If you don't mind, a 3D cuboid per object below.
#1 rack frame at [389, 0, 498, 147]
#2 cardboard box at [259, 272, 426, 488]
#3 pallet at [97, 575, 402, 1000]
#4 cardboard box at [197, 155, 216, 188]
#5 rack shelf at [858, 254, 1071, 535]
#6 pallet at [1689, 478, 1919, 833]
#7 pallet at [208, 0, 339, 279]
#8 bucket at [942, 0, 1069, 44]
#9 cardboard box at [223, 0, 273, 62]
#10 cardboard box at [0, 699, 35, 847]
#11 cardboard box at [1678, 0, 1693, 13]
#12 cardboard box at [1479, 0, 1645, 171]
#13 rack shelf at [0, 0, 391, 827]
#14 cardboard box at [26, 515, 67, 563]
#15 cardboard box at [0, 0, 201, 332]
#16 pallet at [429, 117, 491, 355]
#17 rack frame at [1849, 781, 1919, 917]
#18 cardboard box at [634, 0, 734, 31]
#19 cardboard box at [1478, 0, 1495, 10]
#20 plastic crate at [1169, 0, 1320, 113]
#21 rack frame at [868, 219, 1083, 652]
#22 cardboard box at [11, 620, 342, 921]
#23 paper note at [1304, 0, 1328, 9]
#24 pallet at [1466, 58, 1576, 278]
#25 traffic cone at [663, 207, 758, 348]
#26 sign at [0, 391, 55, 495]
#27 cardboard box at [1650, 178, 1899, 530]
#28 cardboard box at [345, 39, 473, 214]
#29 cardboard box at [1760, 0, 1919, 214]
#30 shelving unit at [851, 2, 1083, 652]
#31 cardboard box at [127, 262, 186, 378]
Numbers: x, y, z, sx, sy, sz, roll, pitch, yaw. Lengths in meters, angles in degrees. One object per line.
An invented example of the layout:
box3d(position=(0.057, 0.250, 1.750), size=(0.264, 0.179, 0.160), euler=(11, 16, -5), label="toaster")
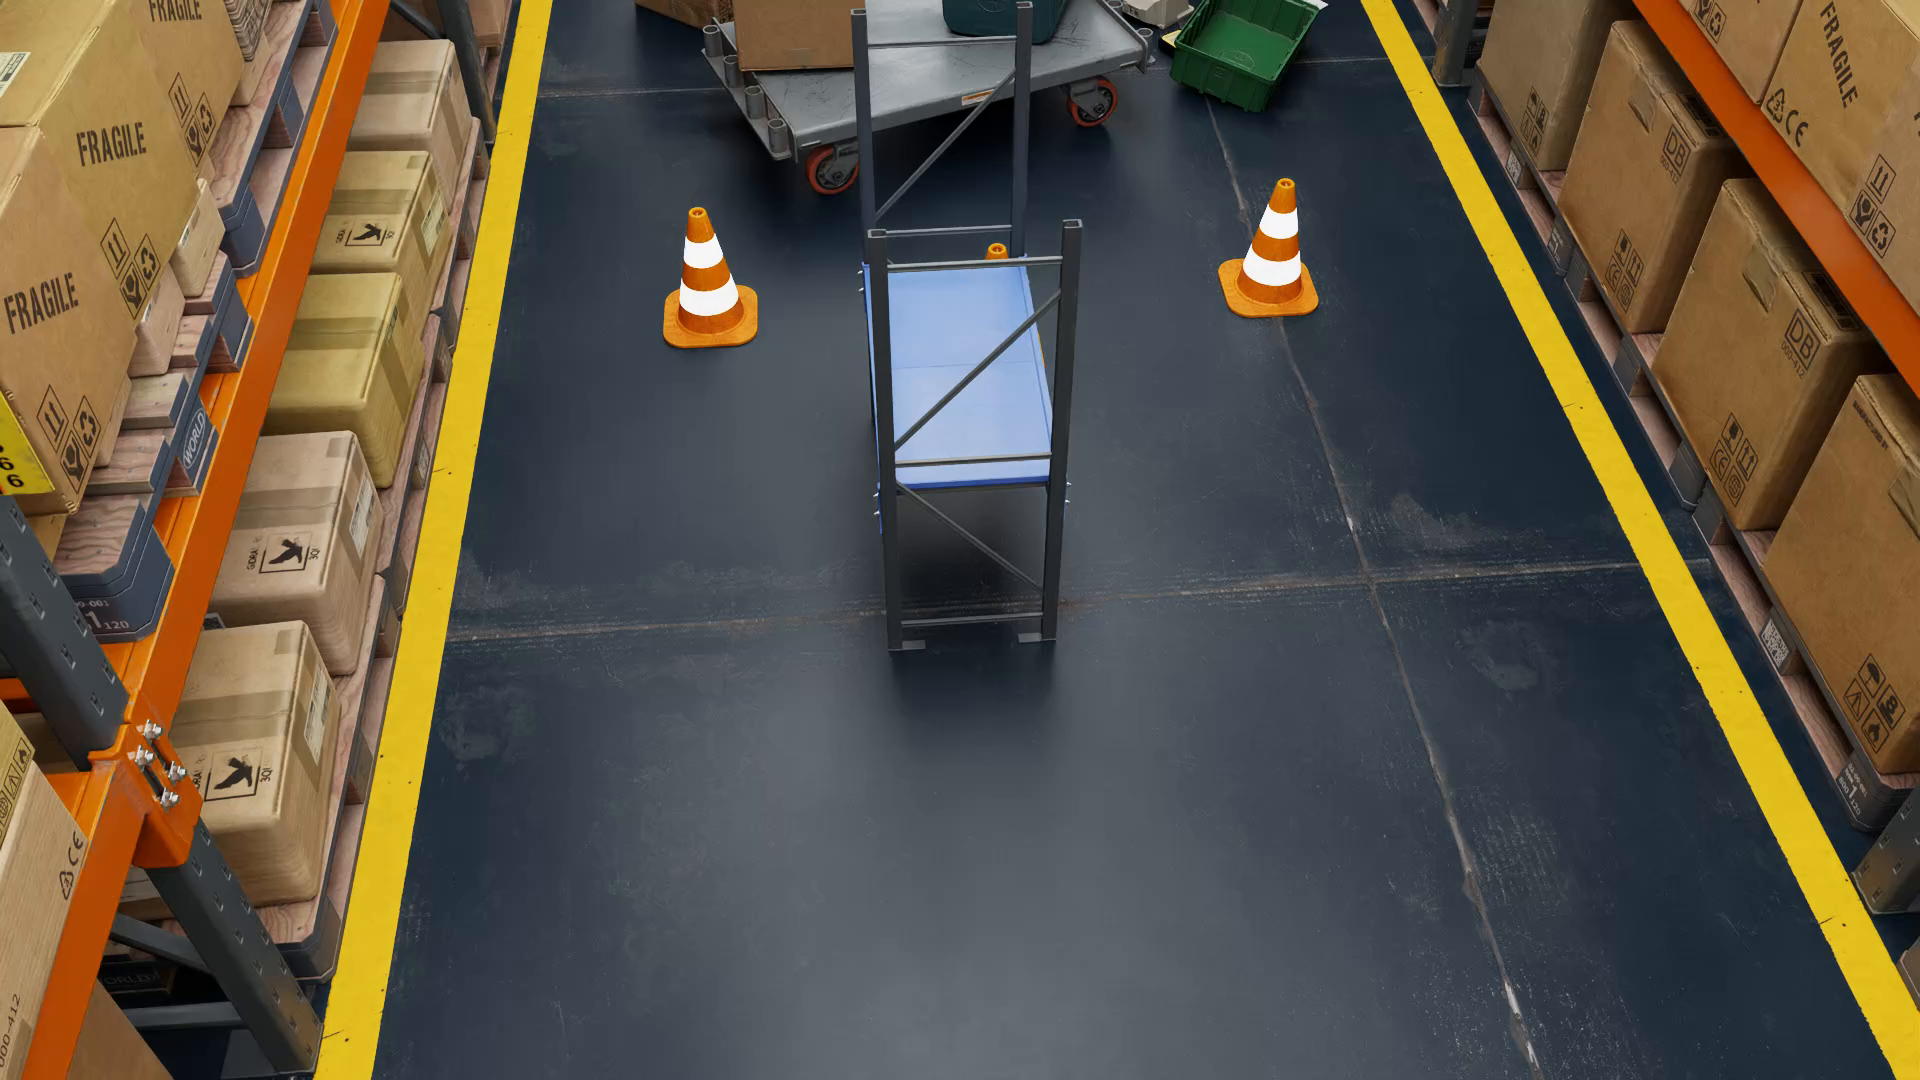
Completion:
box3d(position=(-2.398, -2.647, 5.691), size=(1.000, 3.000, 0.127), euler=(-3, 47, -3), label="rack frame")
box3d(position=(-2.229, -0.486, 5.165), size=(0.950, 0.372, 0.625), euler=(-2, 47, -2), label="cardboard box")
box3d(position=(-2.128, 0.640, 4.498), size=(1.003, 0.211, 1.213), euler=(-3, 47, -3), label="pallet")
box3d(position=(-1.973, -0.835, 3.859), size=(0.380, 0.149, 0.250), euler=(-1, 47, -1), label="cardboard box")
box3d(position=(-0.007, -0.454, 4.895), size=(0.538, 0.185, 1.000), euler=(-3, 47, -3), label="rack shelf")
box3d(position=(2.870, 0.257, 4.862), size=(1.003, 0.211, 1.213), euler=(-3, 47, -3), label="pallet")
box3d(position=(-2.270, -1.117, 4.374), size=(1.003, 0.211, 1.213), euler=(-3, 47, -3), label="pallet")
box3d(position=(0.217, -2.377, 6.643), size=(0.726, 0.611, 0.620), euler=(11, 58, 10), label="bucket")
box3d(position=(-2.007, -1.497, 4.039), size=(0.500, 0.500, 0.500), euler=(-5, 47, -5), label="cardboard box")
box3d(position=(-1.770, 0.461, 2.506), size=(0.500, 0.250, 0.500), euler=(-4, 47, -3), label="cardboard box")
box3d(position=(2.384, -1.932, 4.945), size=(0.500, 0.500, 0.500), euler=(-4, 47, -4), label="cardboard box")
box3d(position=(2.667, -1.949, 6.290), size=(1.050, 0.750, 0.750), euler=(-4, 47, -3), label="cardboard box")
box3d(position=(-2.231, -0.953, 4.582), size=(1.077, 0.370, 4.000), euler=(-3, 47, -3), label="rack shelf")
box3d(position=(-1.906, -0.058, 3.123), size=(0.380, 0.149, 0.250), euler=(-6, 47, -6), label="cardboard box")
box3d(position=(-1.921, -0.751, 3.332), size=(0.500, 0.500, 0.500), euler=(-1, 47, -1), label="cardboard box")
box3d(position=(-2.332, -1.125, 6.170), size=(1.003, 0.211, 1.213), euler=(-3, 47, -3), label="pallet")
box3d(position=(2.861, -0.127, 3.305), size=(1.000, 3.000, 0.127), euler=(-3, 47, -3), label="rack frame")
box3d(position=(-1.132, -2.647, 7.411), size=(0.500, 0.500, 0.500), euler=(27, 52, 23), label="cardboard box")
box3d(position=(2.543, -2.894, 7.099), size=(0.875, 0.875, 0.875), euler=(-3, 47, -3), label="cardboard box")
box3d(position=(1.206, -2.120, 7.089), size=(0.450, 0.188, 0.662), euler=(25, 51, 9), label="plastic crate")
box3d(position=(0.035, -0.210, 4.416), size=(0.500, 1.500, 0.032), euler=(-3, 47, -3), label="rack frame")
box3d(position=(-2.101, 0.596, 4.140), size=(0.950, 0.372, 0.625), euler=(-6, 47, -6), label="cardboard box")
box3d(position=(1.567, -2.432, 7.532), size=(0.147, 0.020, 0.142), euler=(-36, 56, -29), label="paper note")
box3d(position=(2.665, -1.509, 6.534), size=(1.003, 0.211, 1.213), euler=(-3, 47, -3), label="pallet")
box3d(position=(-0.900, -0.963, 5.843), size=(0.336, 0.463, 0.334), euler=(-3, 47, -3), label="traffic cone")
box3d(position=(-1.511, -0.188, 2.564), size=(0.100, 0.325, 0.005), euler=(-3, 47, -3), label="sign")
box3d(position=(2.823, -0.577, 4.990), size=(1.050, 0.750, 0.750), euler=(-3, 47, -3), label="cardboard box")
box3d(position=(-2.352, -1.509, 6.134), size=(0.950, 0.372, 0.625), euler=(-3, 47, -3), label="cardboard box")
box3d(position=(2.473, -1.194, 4.246), size=(0.500, 0.500, 0.500), euler=(-4, 47, -4), label="cardboard box")
box3d(position=(-0.007, -0.577, 4.764), size=(0.538, 1.500, 1.048), euler=(-3, 47, -3), label="shelving unit")
box3d(position=(-1.873, -0.465, 3.508), size=(0.380, 0.149, 0.250), euler=(-6, 47, -6), label="cardboard box")
